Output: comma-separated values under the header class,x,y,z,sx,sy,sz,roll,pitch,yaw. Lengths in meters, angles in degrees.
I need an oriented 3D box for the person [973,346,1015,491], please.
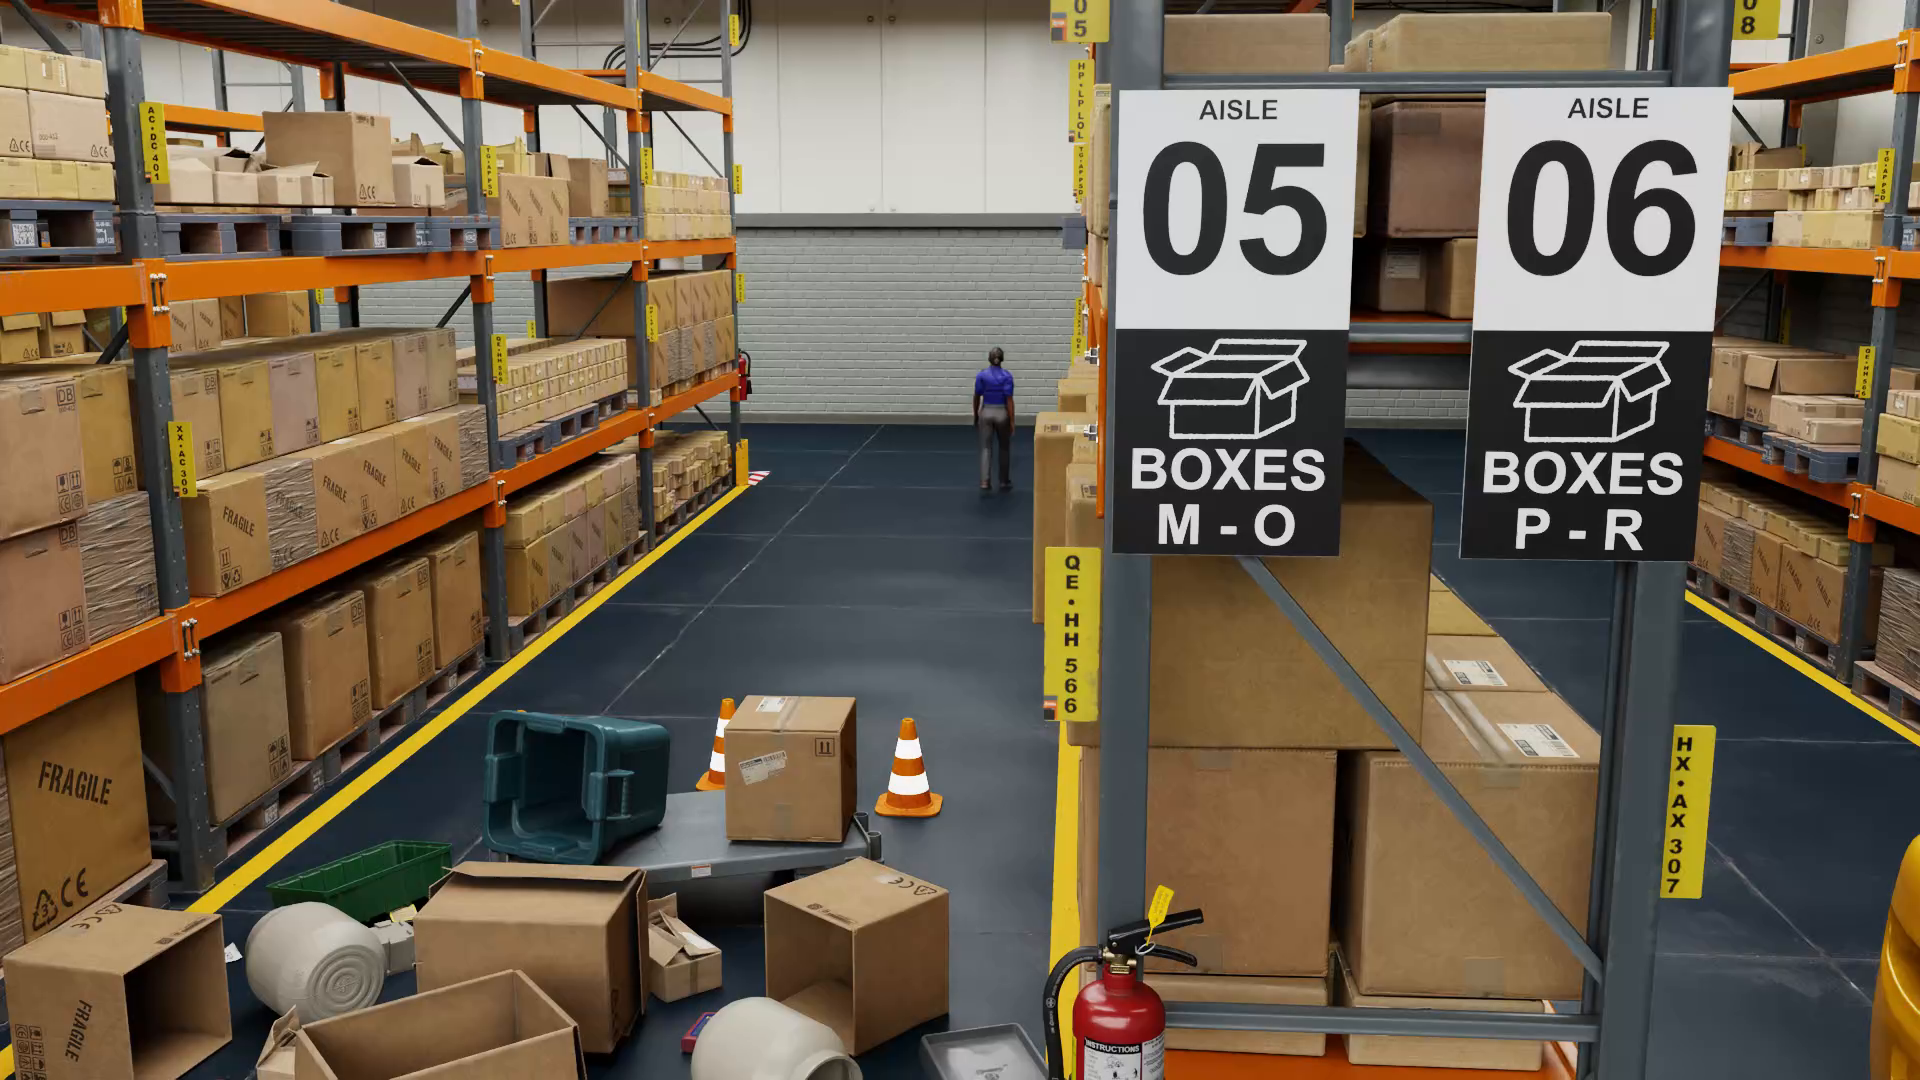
class,x,y,z,sx,sy,sz,roll,pitch,yaw
person,0.384,-1.362,18.553,0.479,1.602,0.974,1,11,4
